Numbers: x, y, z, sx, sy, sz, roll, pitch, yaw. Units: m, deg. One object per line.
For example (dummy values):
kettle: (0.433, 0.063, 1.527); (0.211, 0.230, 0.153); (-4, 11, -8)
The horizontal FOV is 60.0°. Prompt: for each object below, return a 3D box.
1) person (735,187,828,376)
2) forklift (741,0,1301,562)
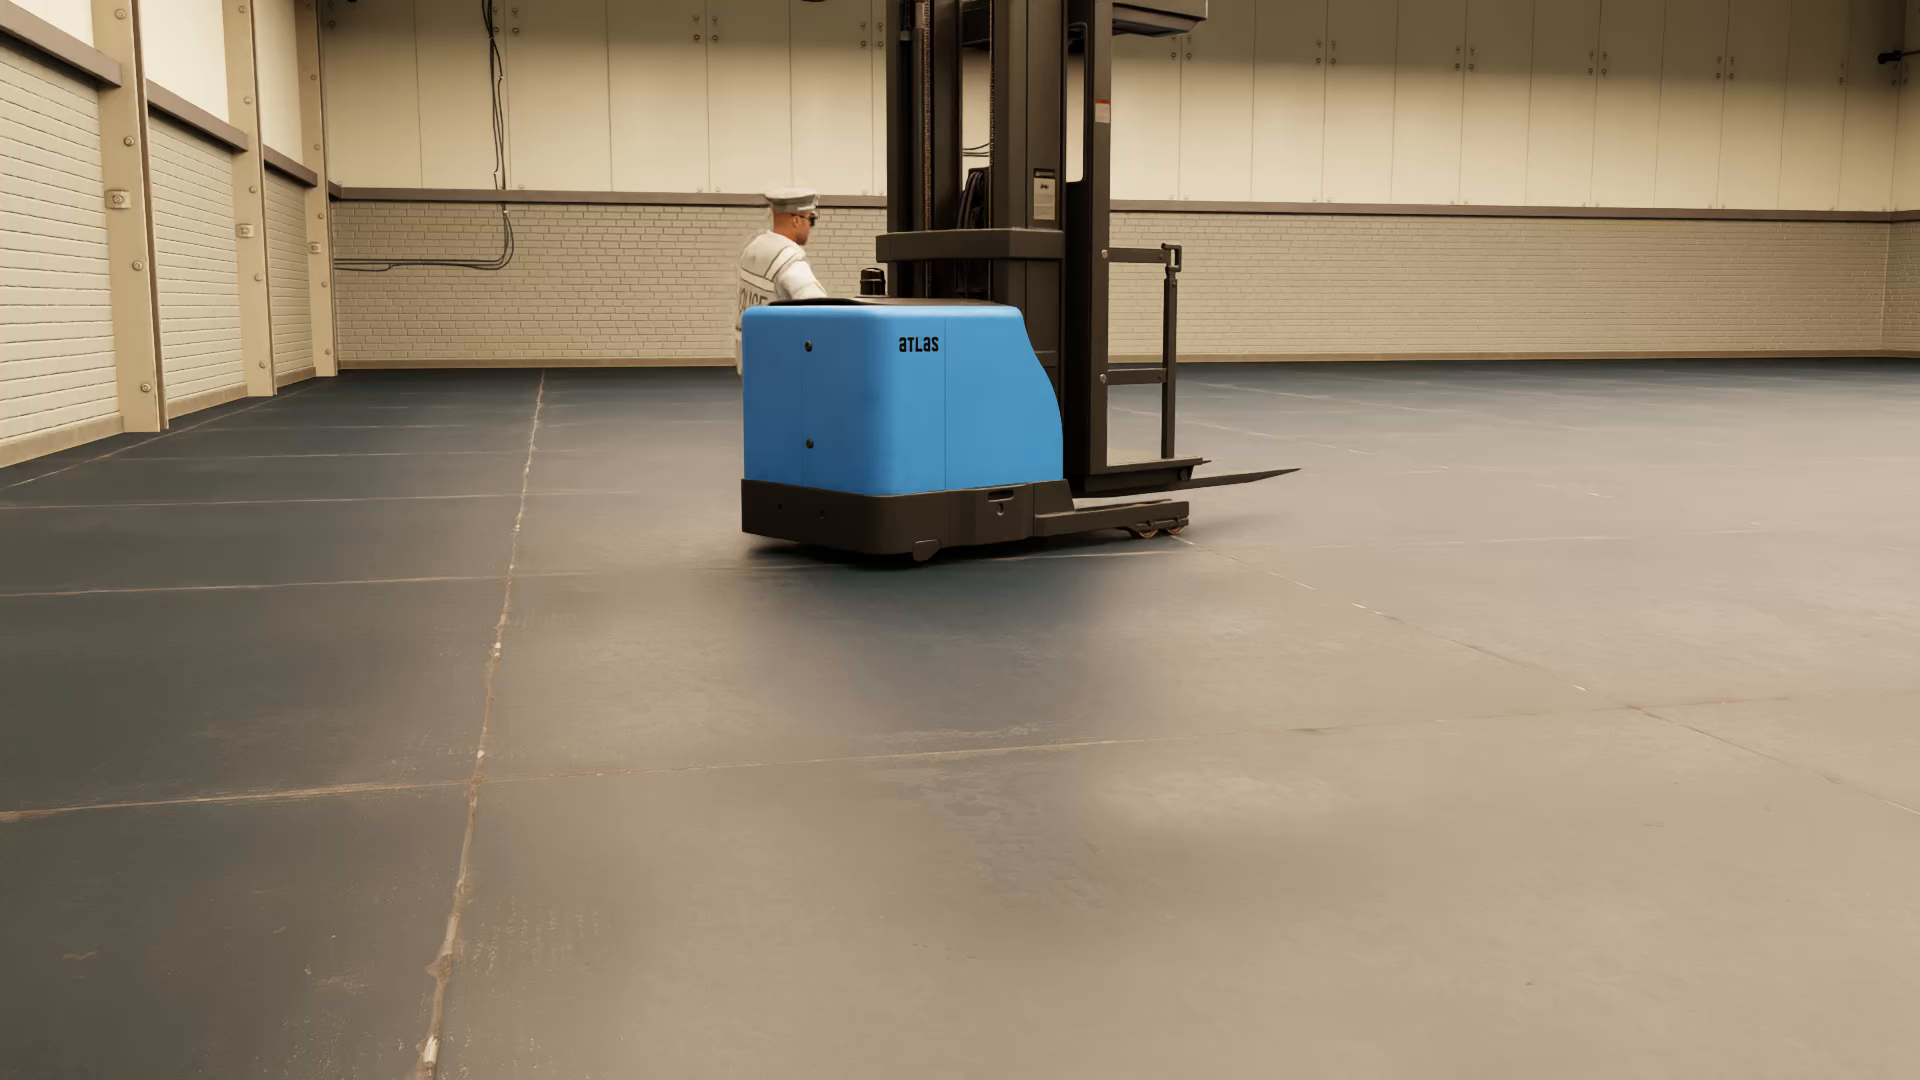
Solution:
person: (-0.719, -0.891, 8.064); (0.637, 1.605, 0.819); (-5, 9, -32)
forklift: (0.457, -1.508, 7.904); (3.031, 2.935, 1.130); (-7, 11, -41)
